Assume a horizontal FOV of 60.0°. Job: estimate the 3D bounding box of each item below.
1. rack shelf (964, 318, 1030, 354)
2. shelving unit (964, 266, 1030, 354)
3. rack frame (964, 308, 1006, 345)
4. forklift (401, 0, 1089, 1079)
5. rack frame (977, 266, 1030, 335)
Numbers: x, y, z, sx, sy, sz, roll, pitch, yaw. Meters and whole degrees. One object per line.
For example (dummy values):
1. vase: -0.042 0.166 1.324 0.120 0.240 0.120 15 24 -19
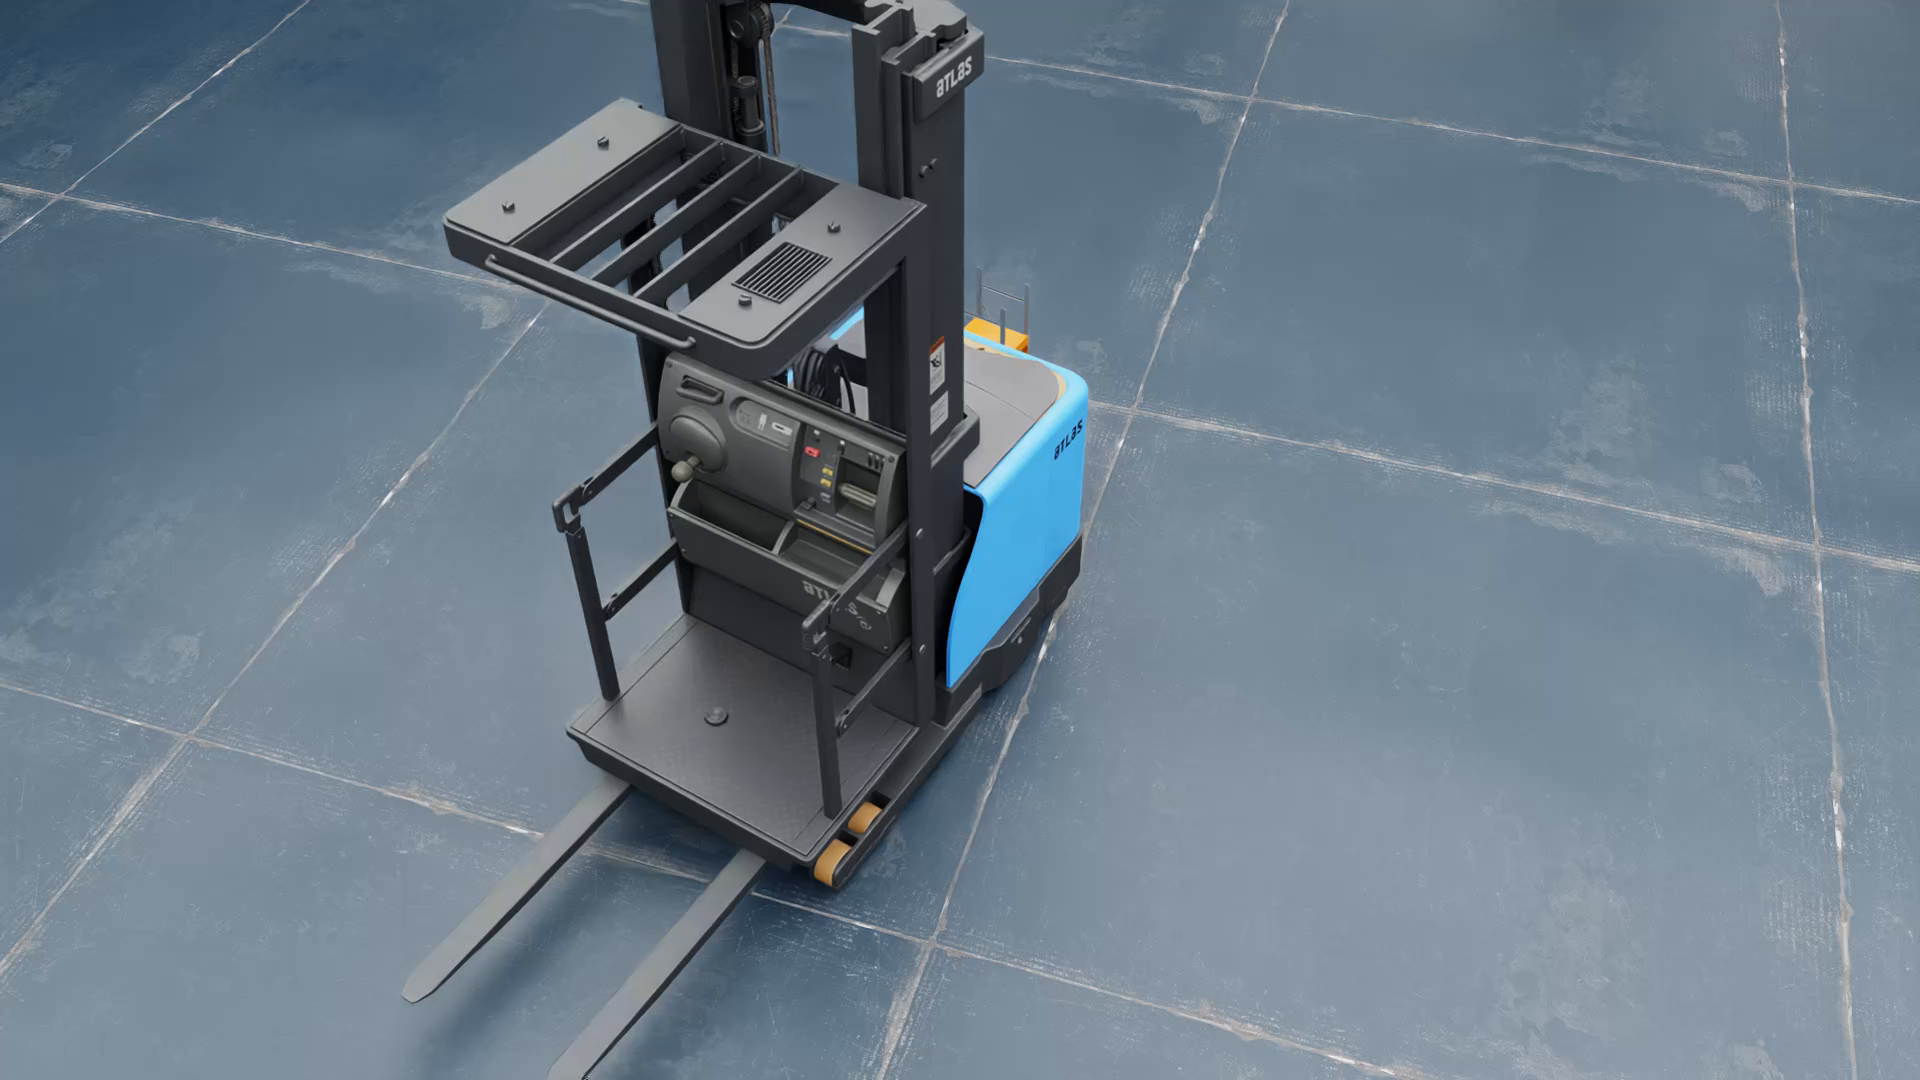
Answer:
1. rack shelf: 0.121 -0.772 6.629 0.258 0.103 0.180 24 49 22
2. shelving unit: 0.121 -0.547 6.850 0.258 1.200 0.189 24 49 22
3. rack frame: 0.072 -0.493 6.795 0.240 1.200 0.006 24 49 22
4. forklift: -0.710 -0.199 5.257 1.130 2.935 3.031 24 49 22
5. rack frame: 0.170 -0.601 6.905 0.240 1.200 0.006 24 49 22
